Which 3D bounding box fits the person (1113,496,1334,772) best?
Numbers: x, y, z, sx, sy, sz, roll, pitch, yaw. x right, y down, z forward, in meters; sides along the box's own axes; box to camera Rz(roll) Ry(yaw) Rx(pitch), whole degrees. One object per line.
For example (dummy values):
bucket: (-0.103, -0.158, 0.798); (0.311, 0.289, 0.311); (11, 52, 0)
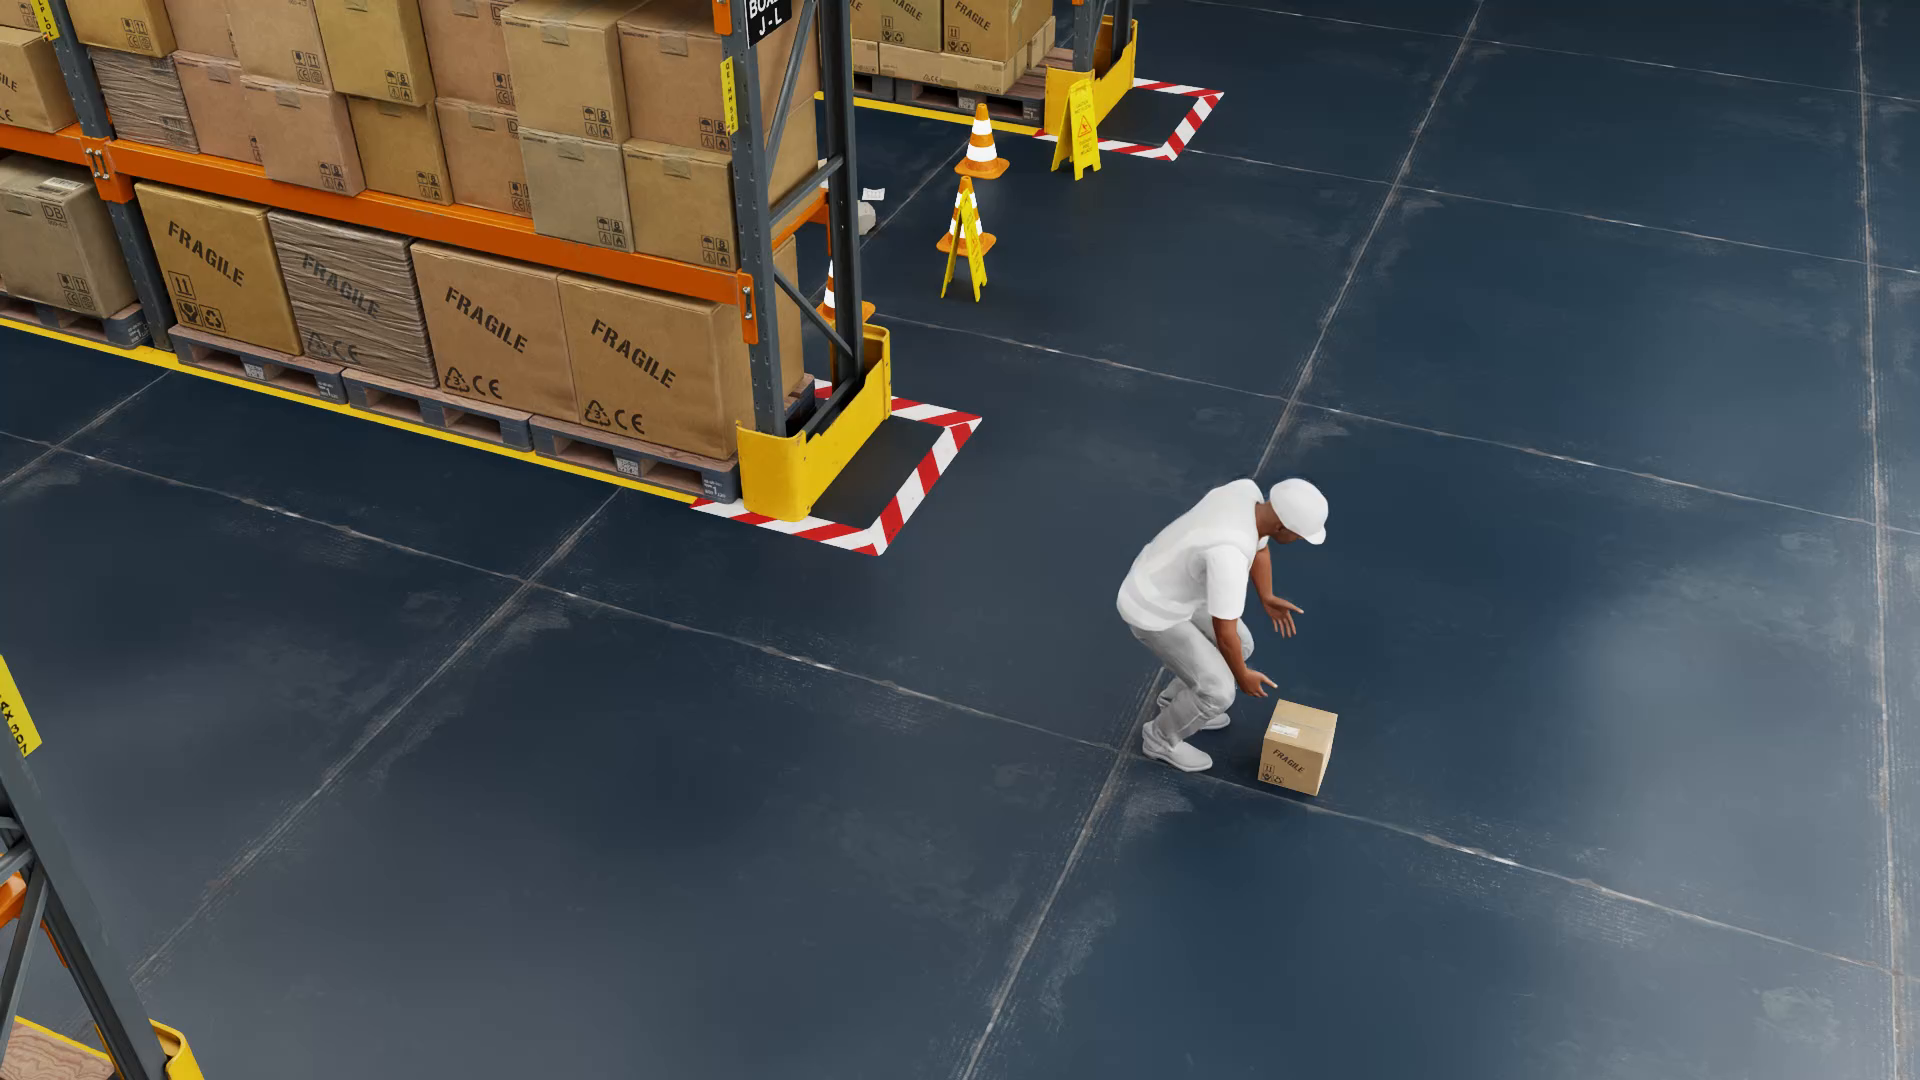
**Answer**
person: (1.045, 0.319, 6.756); (0.805, 1.313, 0.629); (14, 39, 18)
